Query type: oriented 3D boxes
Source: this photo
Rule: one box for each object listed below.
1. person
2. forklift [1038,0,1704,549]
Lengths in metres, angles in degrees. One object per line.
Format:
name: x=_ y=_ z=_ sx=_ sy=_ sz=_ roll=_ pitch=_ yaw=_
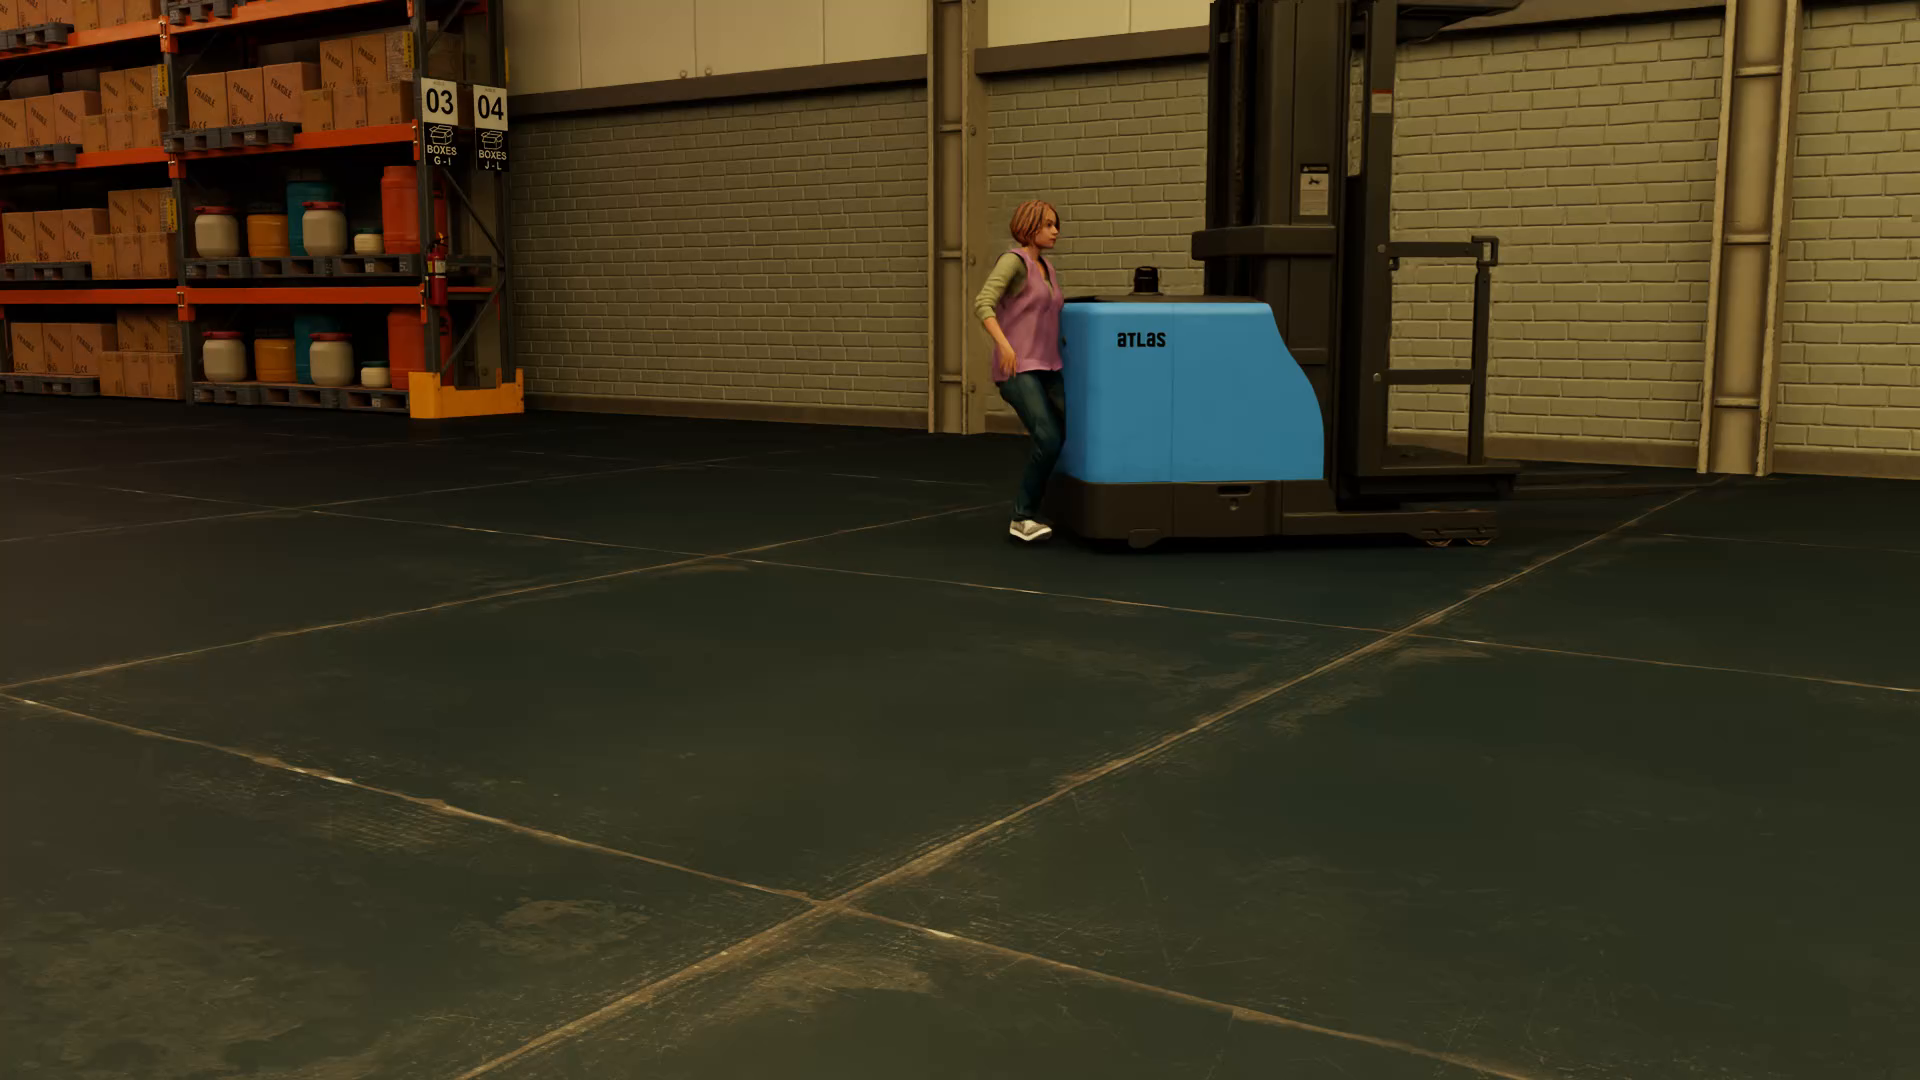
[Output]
person: x=0.468 y=-0.738 z=7.352 sx=0.737 sy=1.524 sz=0.754 roll=5 pitch=10 yaw=33
forklift: x=1.939 y=-1.490 z=7.671 sx=3.031 sy=2.935 sz=1.130 roll=-1 pitch=8 yaw=-10
